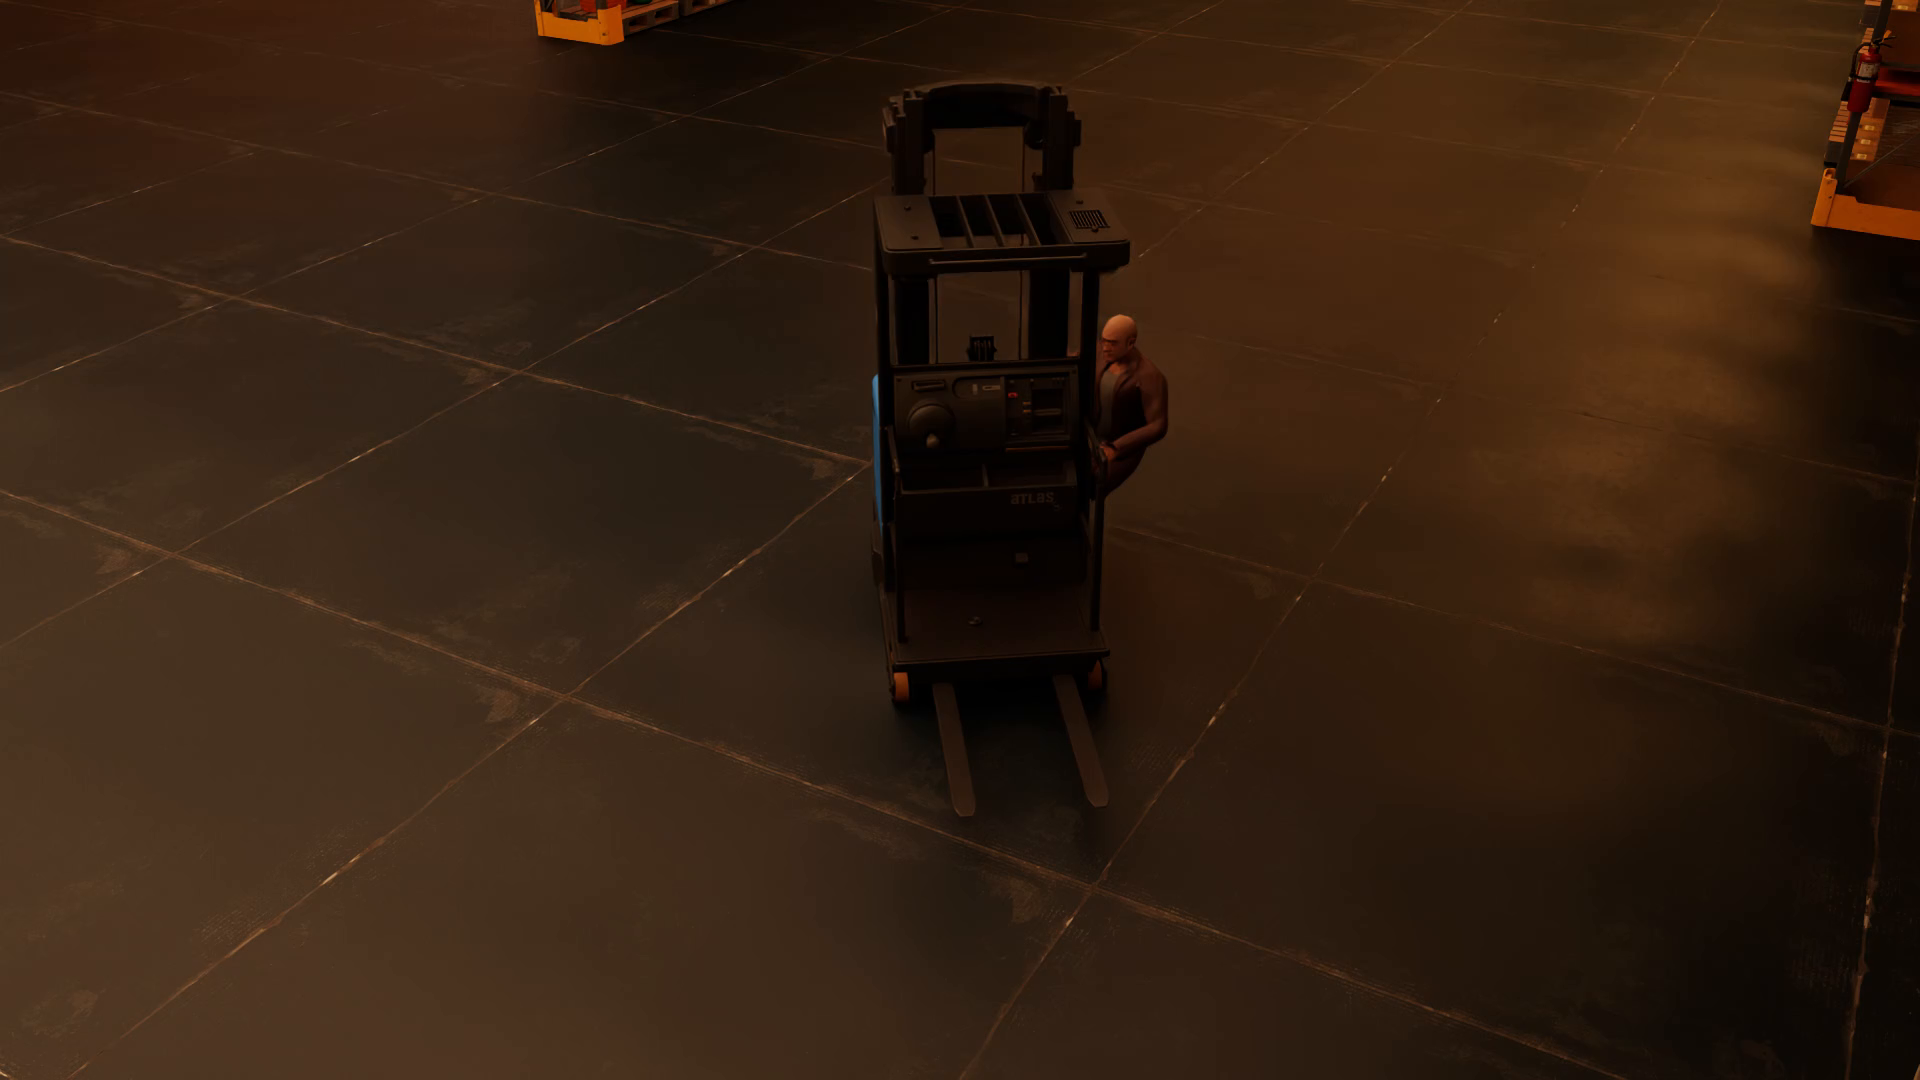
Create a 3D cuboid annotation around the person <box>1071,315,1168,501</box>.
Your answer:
[{"bbox_3d":[0.684,-0.475,9.364,0.862,1.565,0.908,26,39,38],"label":"person"}]

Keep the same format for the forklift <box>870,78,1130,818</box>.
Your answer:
[{"bbox_3d":[0.162,-0.610,8.128,1.130,2.935,3.031,-3,30,-6],"label":"forklift"}]
